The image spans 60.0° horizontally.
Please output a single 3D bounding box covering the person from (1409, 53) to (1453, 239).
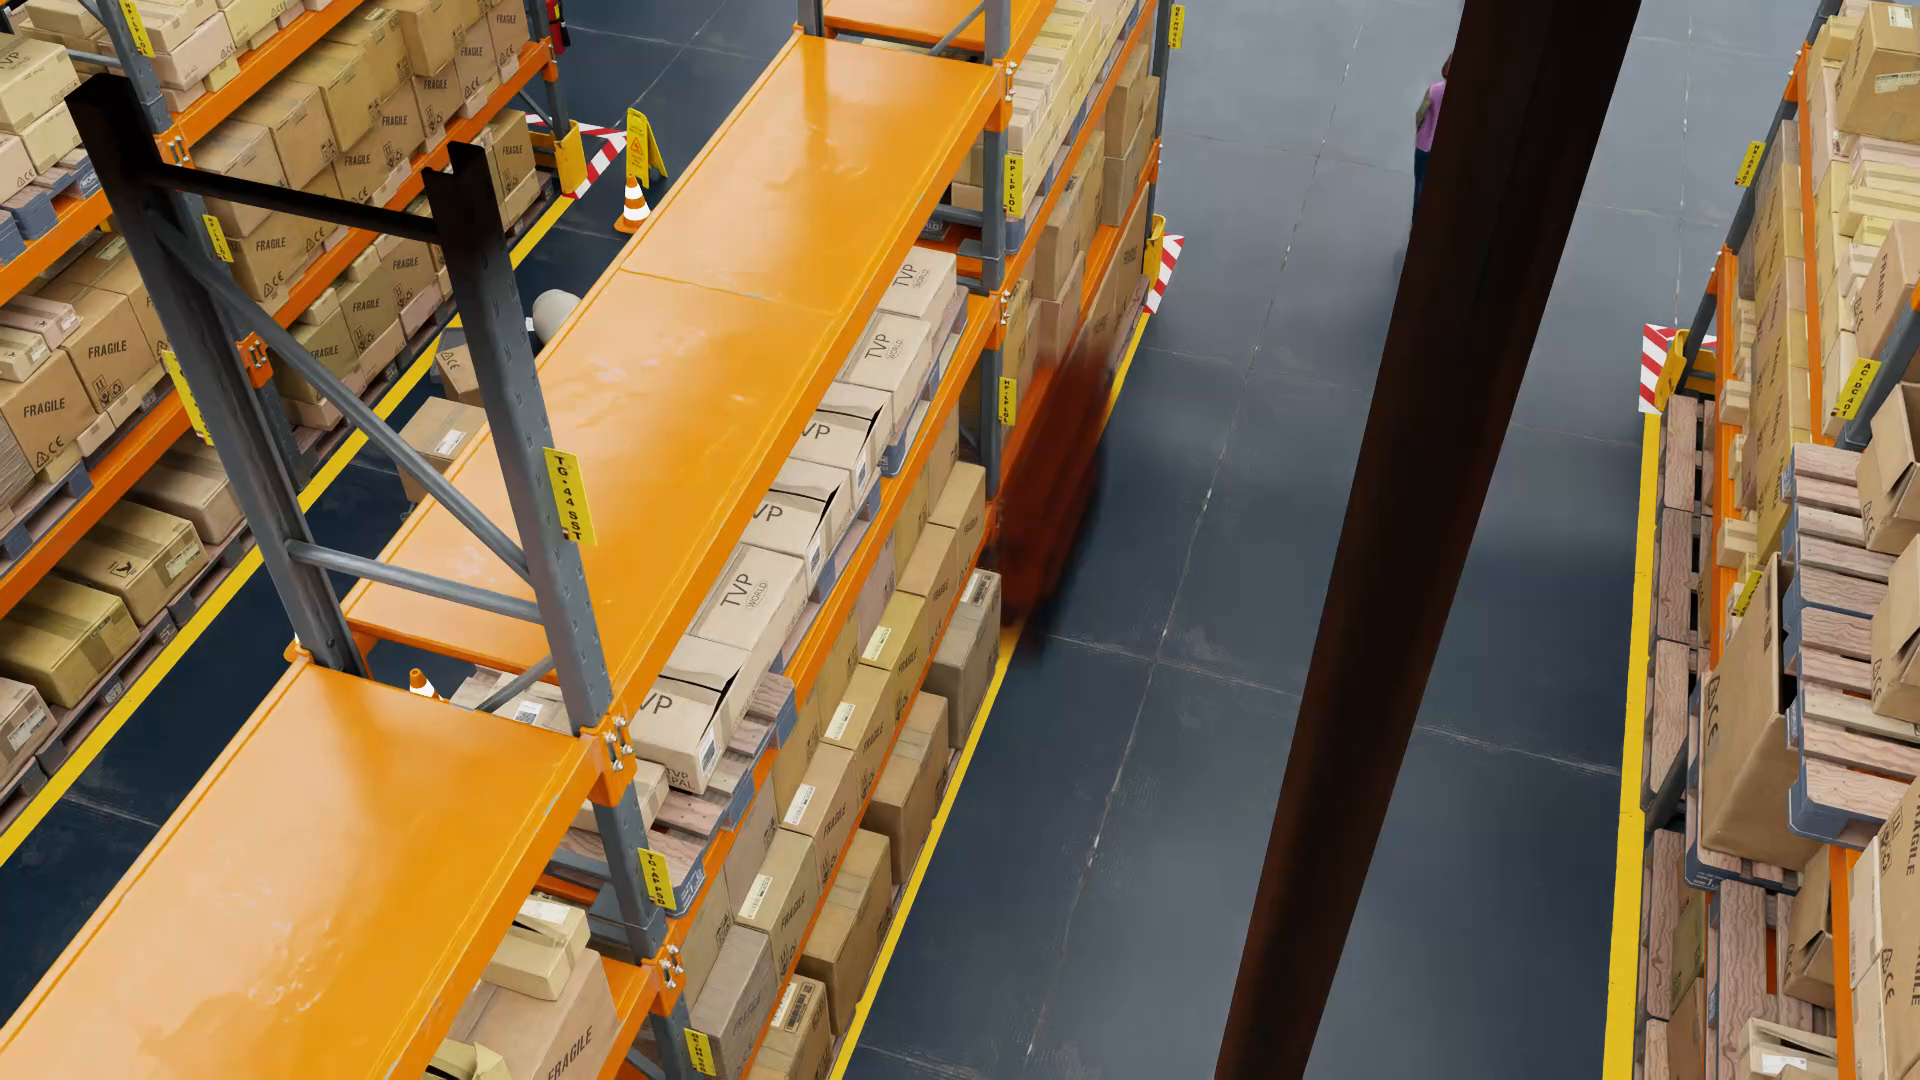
[{"bbox_3d":[3.771,-3.163,13.113,0.436,1.546,0.967,3,46,3],"label":"person"}]
